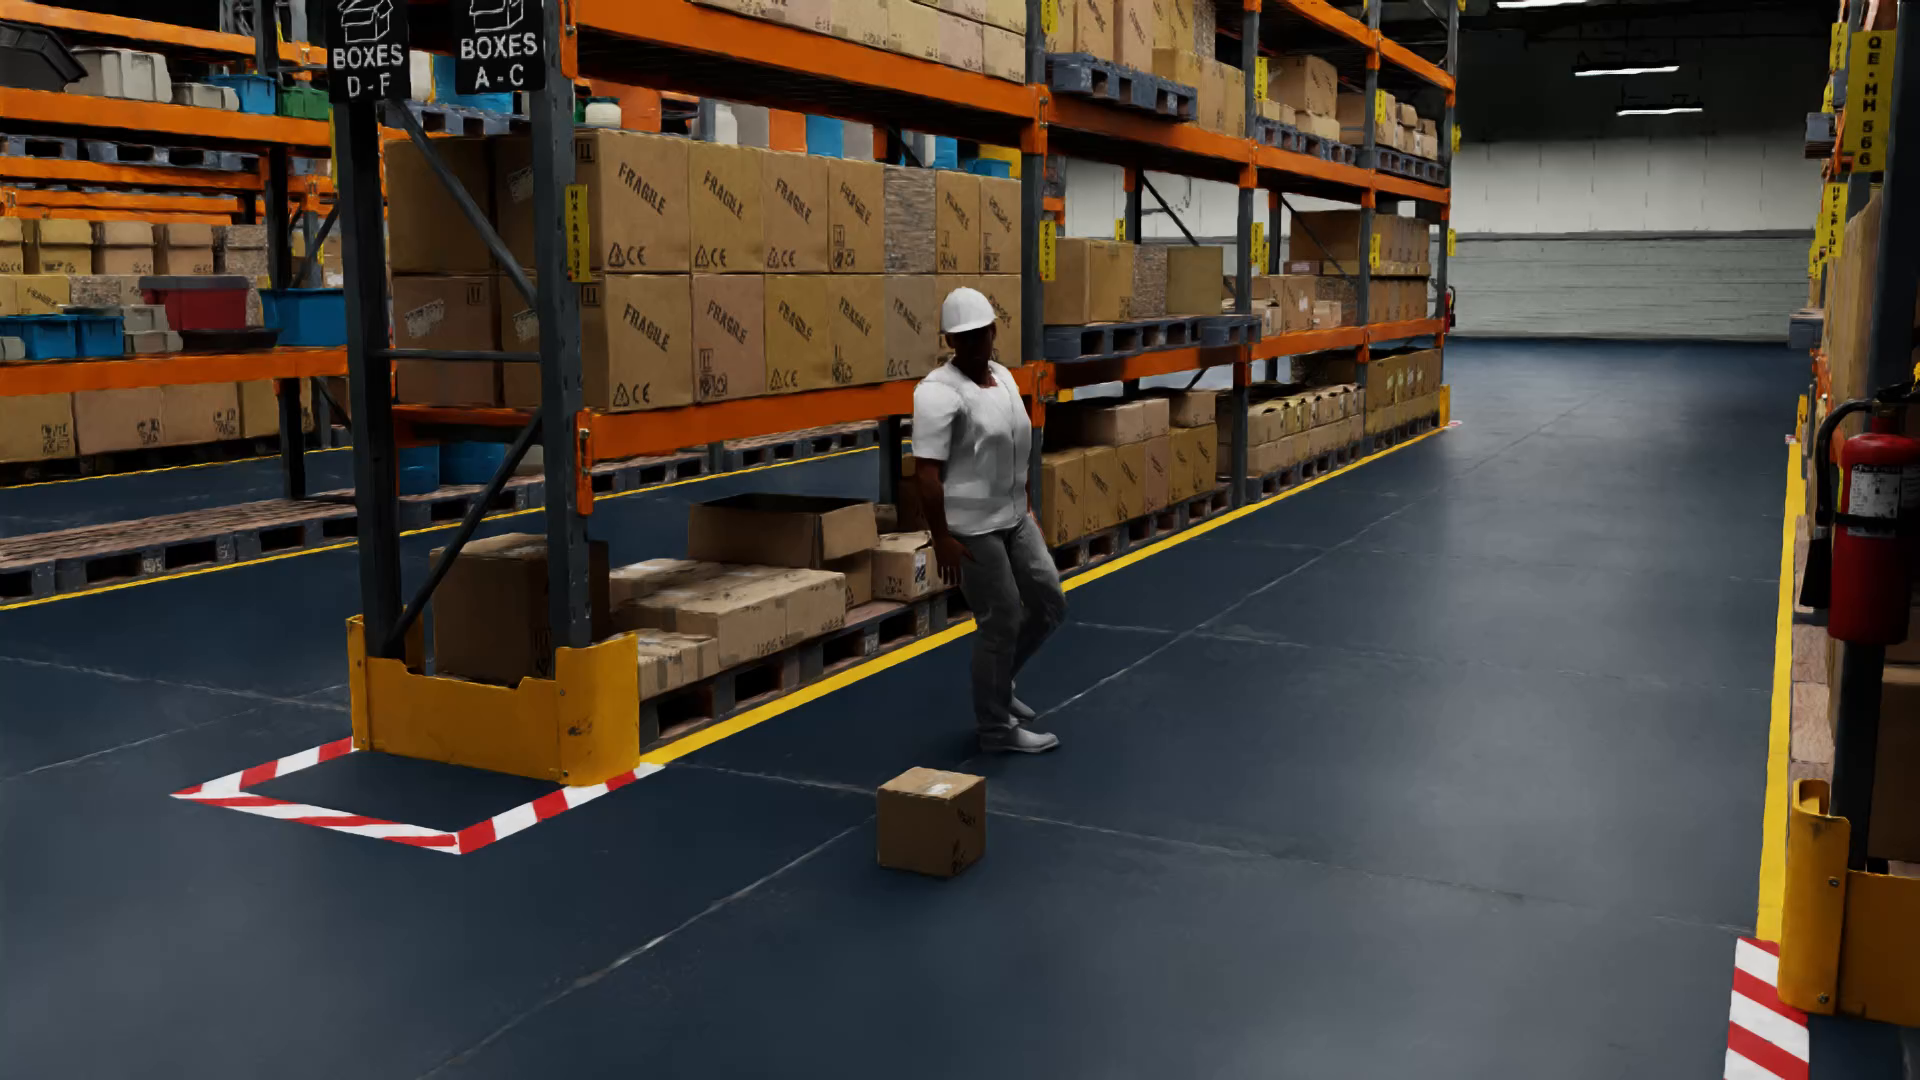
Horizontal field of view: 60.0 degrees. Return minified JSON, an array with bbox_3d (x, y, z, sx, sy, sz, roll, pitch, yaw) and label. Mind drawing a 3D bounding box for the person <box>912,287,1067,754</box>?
[{"bbox_3d":[0.131,-0.054,6.178,0.434,1.753,0.700,5,10,28],"label":"person"}]
